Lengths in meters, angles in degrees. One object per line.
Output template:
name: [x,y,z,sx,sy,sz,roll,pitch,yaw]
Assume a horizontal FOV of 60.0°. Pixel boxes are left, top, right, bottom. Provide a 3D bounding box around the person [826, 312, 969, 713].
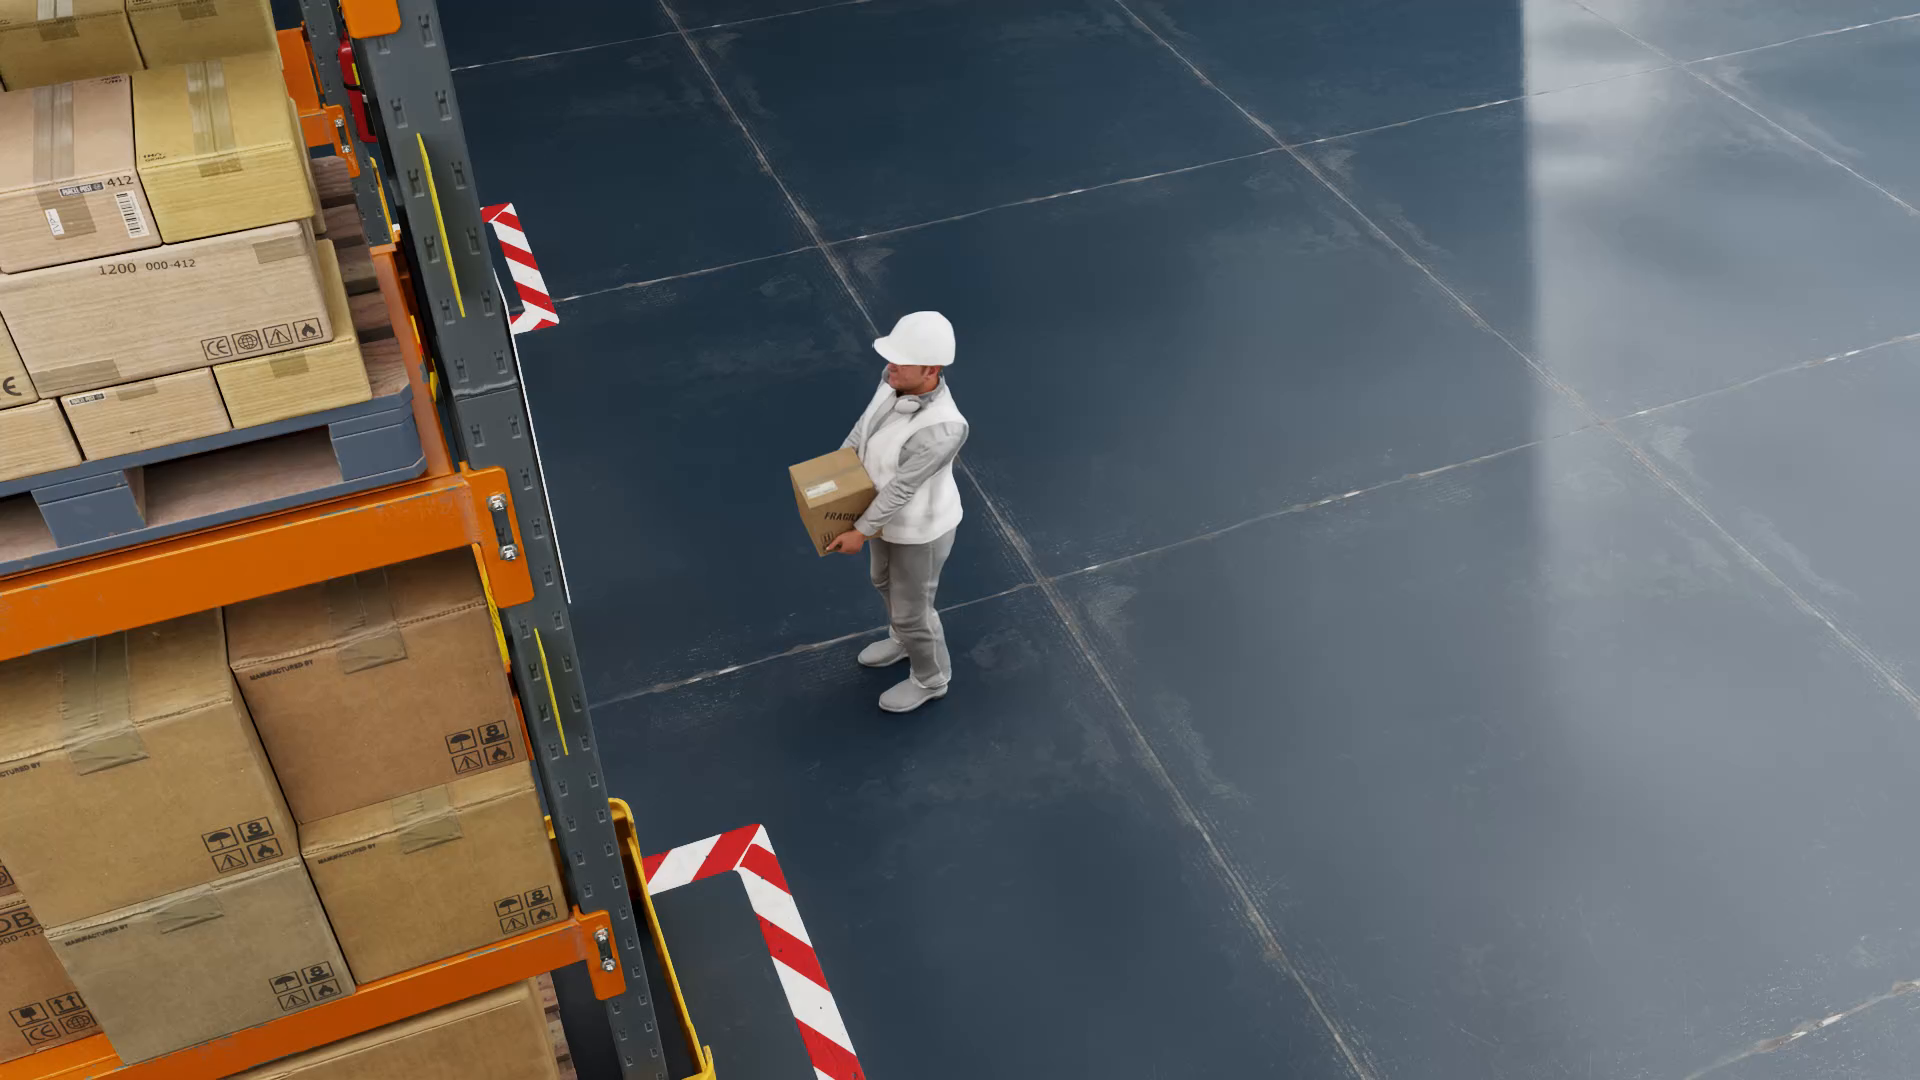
person: [-0.273,-0.073,6.229,0.547,1.764,0.494,-14,43,-16]
